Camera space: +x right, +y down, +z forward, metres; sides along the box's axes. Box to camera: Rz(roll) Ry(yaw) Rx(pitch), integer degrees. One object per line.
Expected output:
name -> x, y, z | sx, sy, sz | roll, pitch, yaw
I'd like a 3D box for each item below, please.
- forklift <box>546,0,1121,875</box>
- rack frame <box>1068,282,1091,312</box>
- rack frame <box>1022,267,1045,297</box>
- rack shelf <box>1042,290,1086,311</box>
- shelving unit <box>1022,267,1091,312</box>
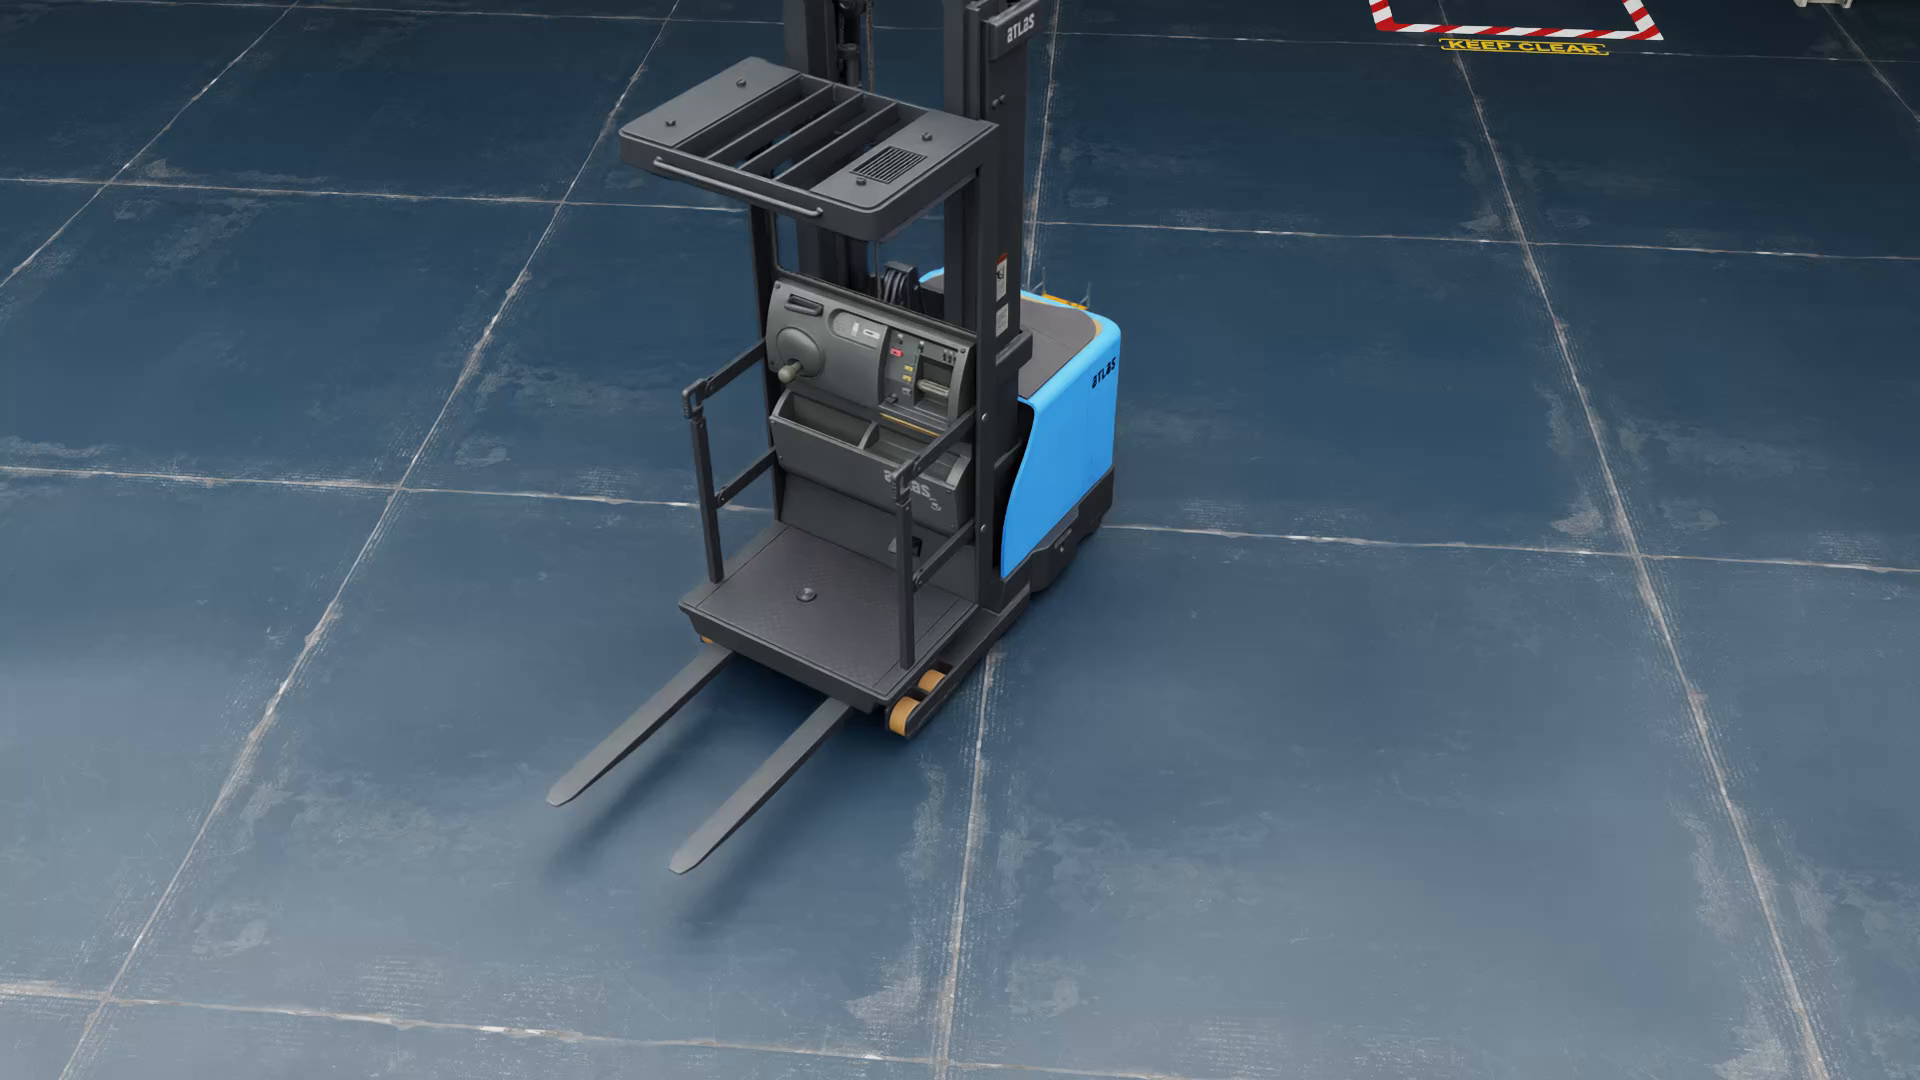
forklift -> -0.485, -0.660, 6.410 | 1.130, 2.935, 3.031 | 22, 44, 25
rack frame -> 0.550, -0.740, 7.998 | 0.008, 1.050, 0.200 | 22, 44, 25
rack frame -> 0.345, -0.824, 8.101 | 0.008, 1.050, 0.200 | 22, 44, 25
rack shelf -> 0.448, -0.994, 7.877 | 0.240, 0.259, 0.215 | 22, 44, 25
shelving unit -> 0.448, -0.782, 8.049 | 0.252, 1.050, 0.215 | 22, 44, 25
